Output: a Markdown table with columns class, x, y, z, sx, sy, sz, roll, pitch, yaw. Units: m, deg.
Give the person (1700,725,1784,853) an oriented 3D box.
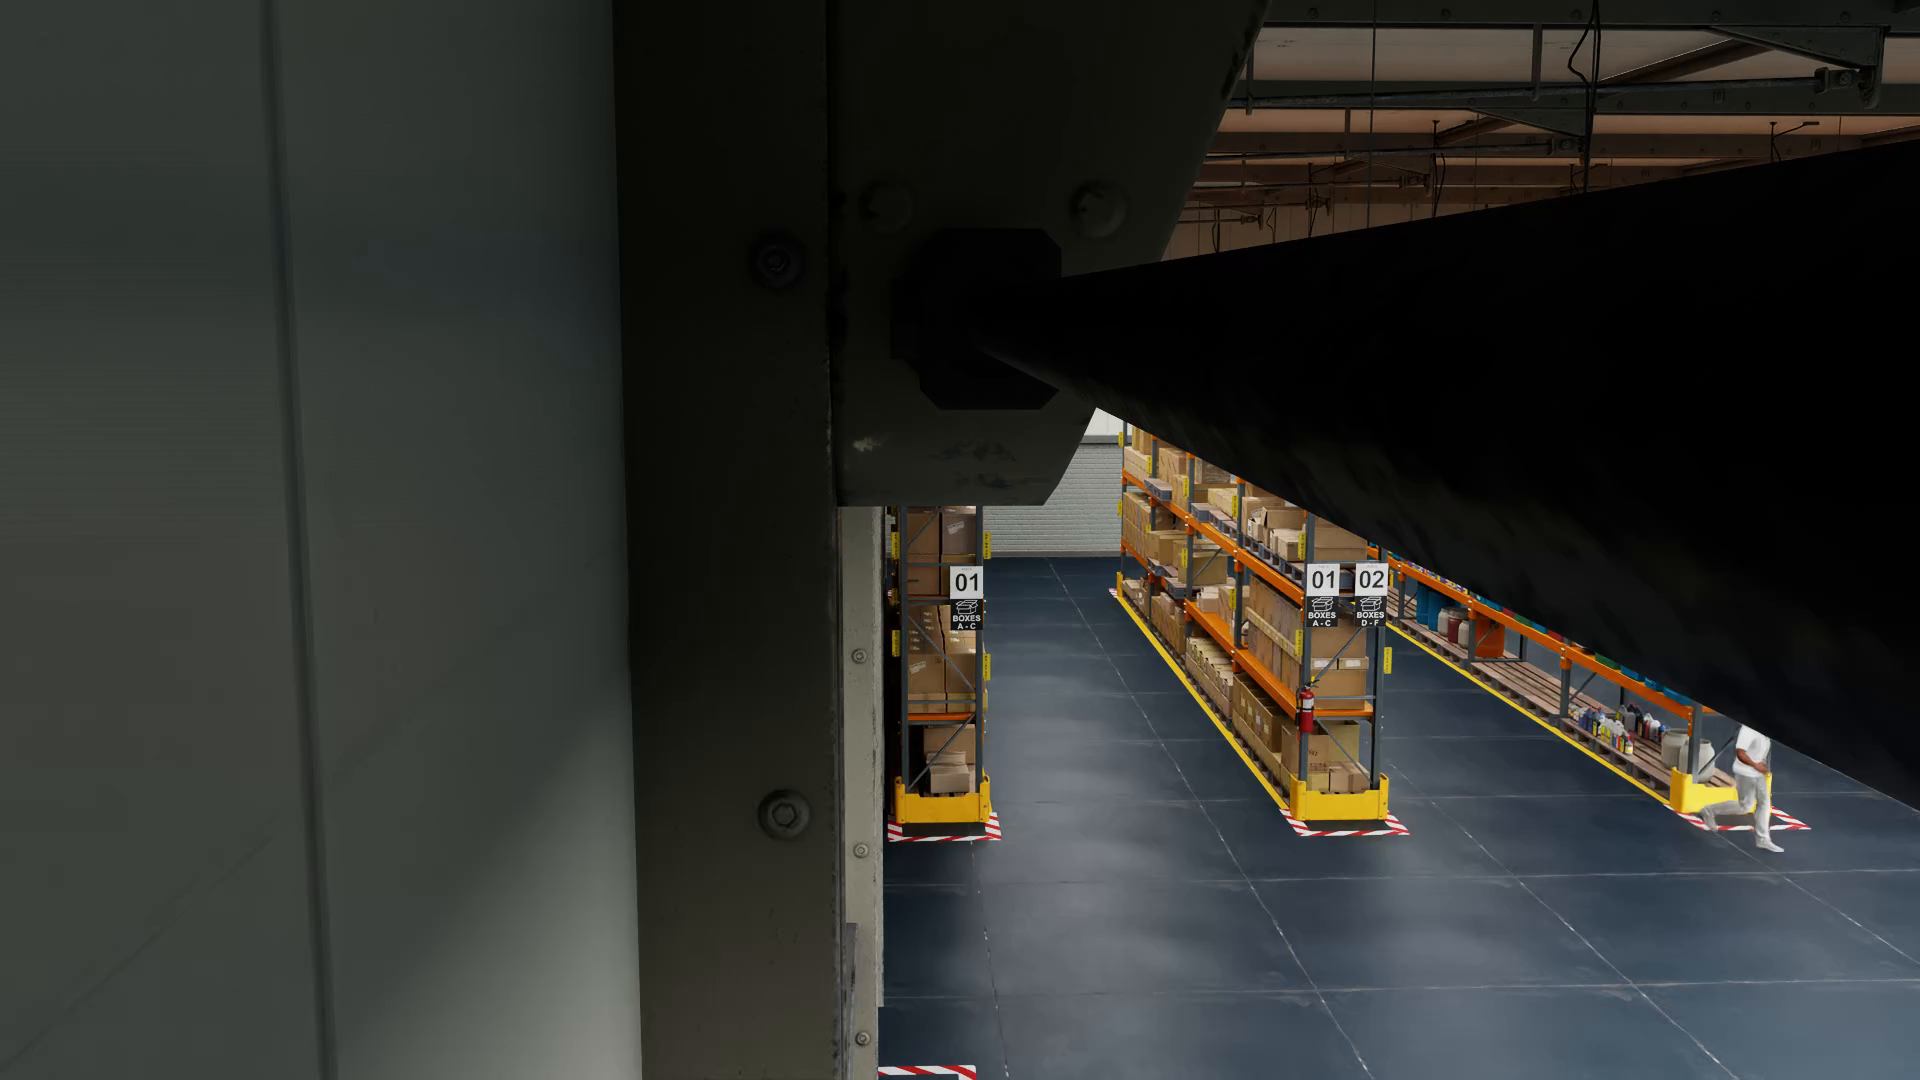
| class | x | y | z | sx | sy | sz | roll | pitch | yaw |
| --- | --- | --- | --- | --- | --- | --- | --- | --- | --- |
| person | 9.244 | 2.739 | 19.548 | 0.947 | 1.745 | 0.726 | 6 | 10 | 37 |
